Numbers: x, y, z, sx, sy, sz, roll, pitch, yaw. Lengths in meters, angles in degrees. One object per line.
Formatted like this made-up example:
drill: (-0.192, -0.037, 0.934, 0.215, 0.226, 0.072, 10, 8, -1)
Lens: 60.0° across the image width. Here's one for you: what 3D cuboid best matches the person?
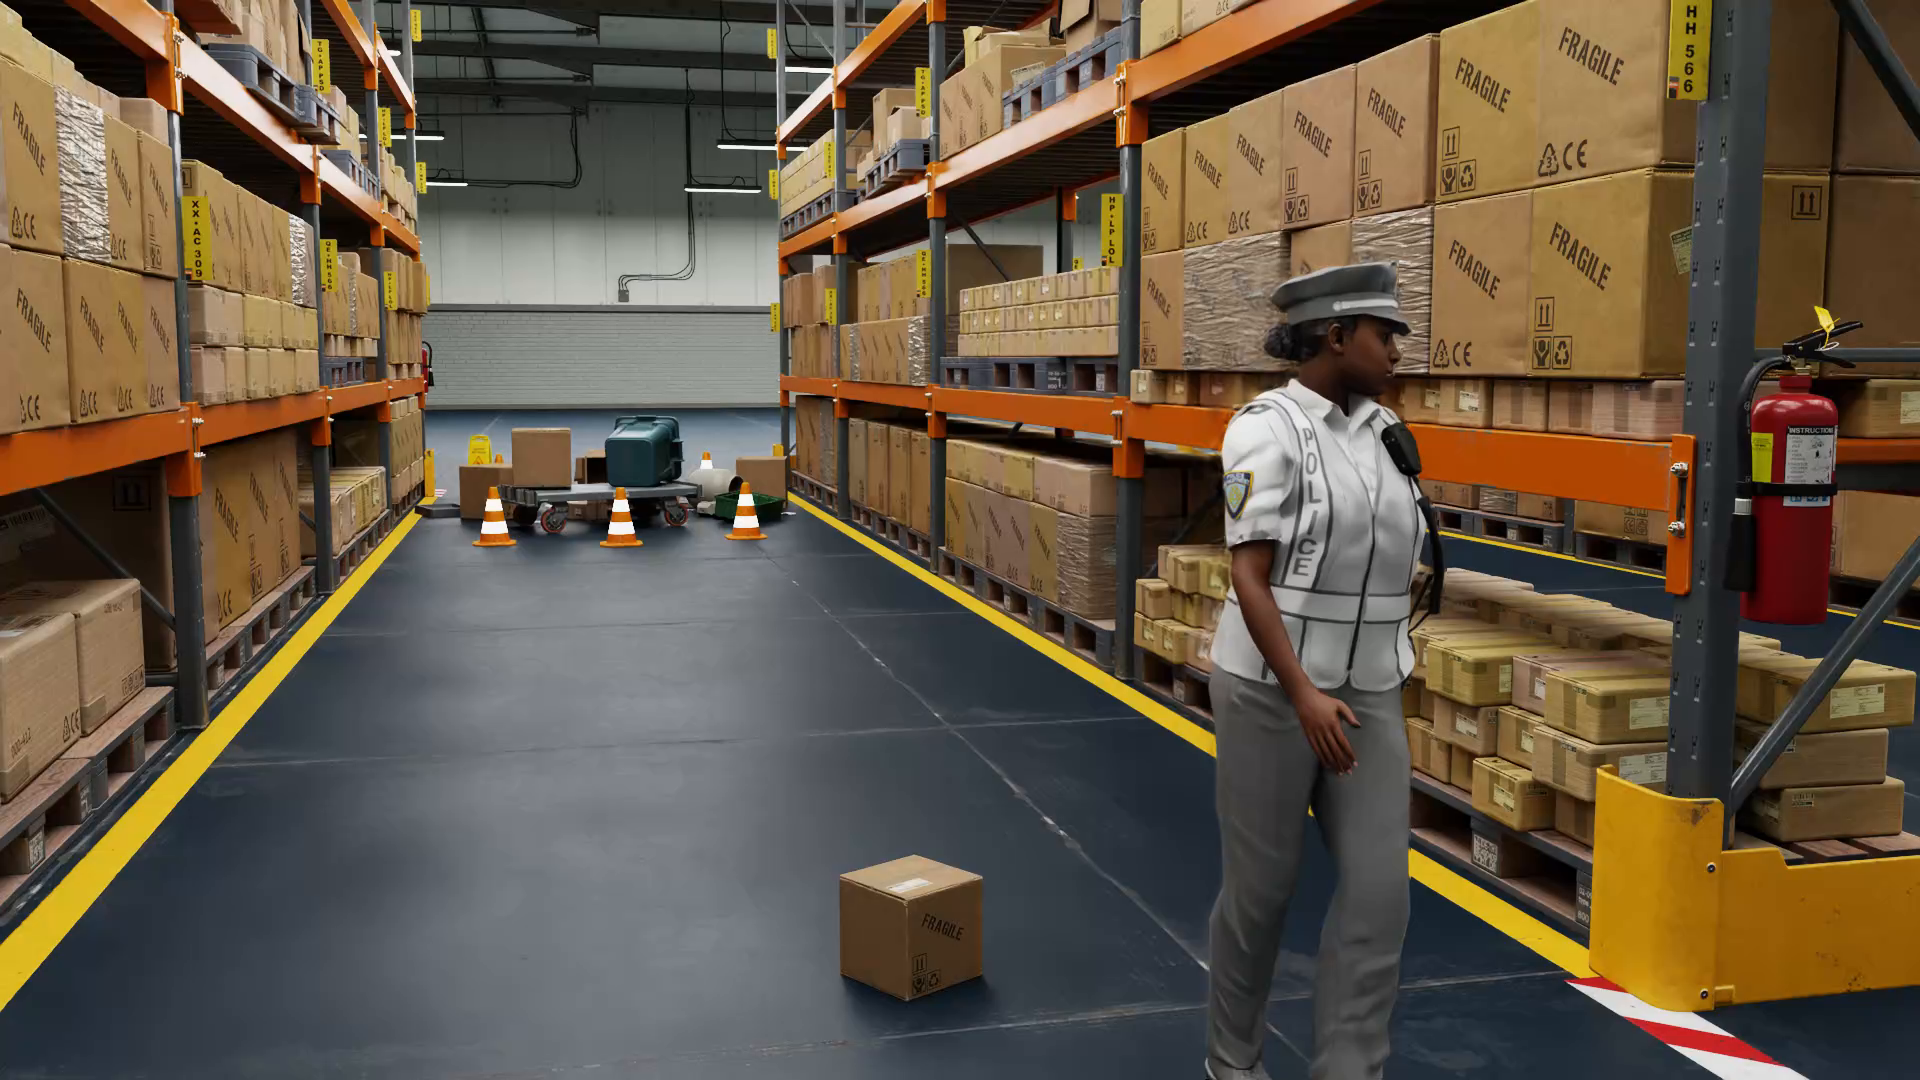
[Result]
person: (0.727, 0.329, 3.123, 0.469, 1.694, 0.563, -3, 7, -23)
